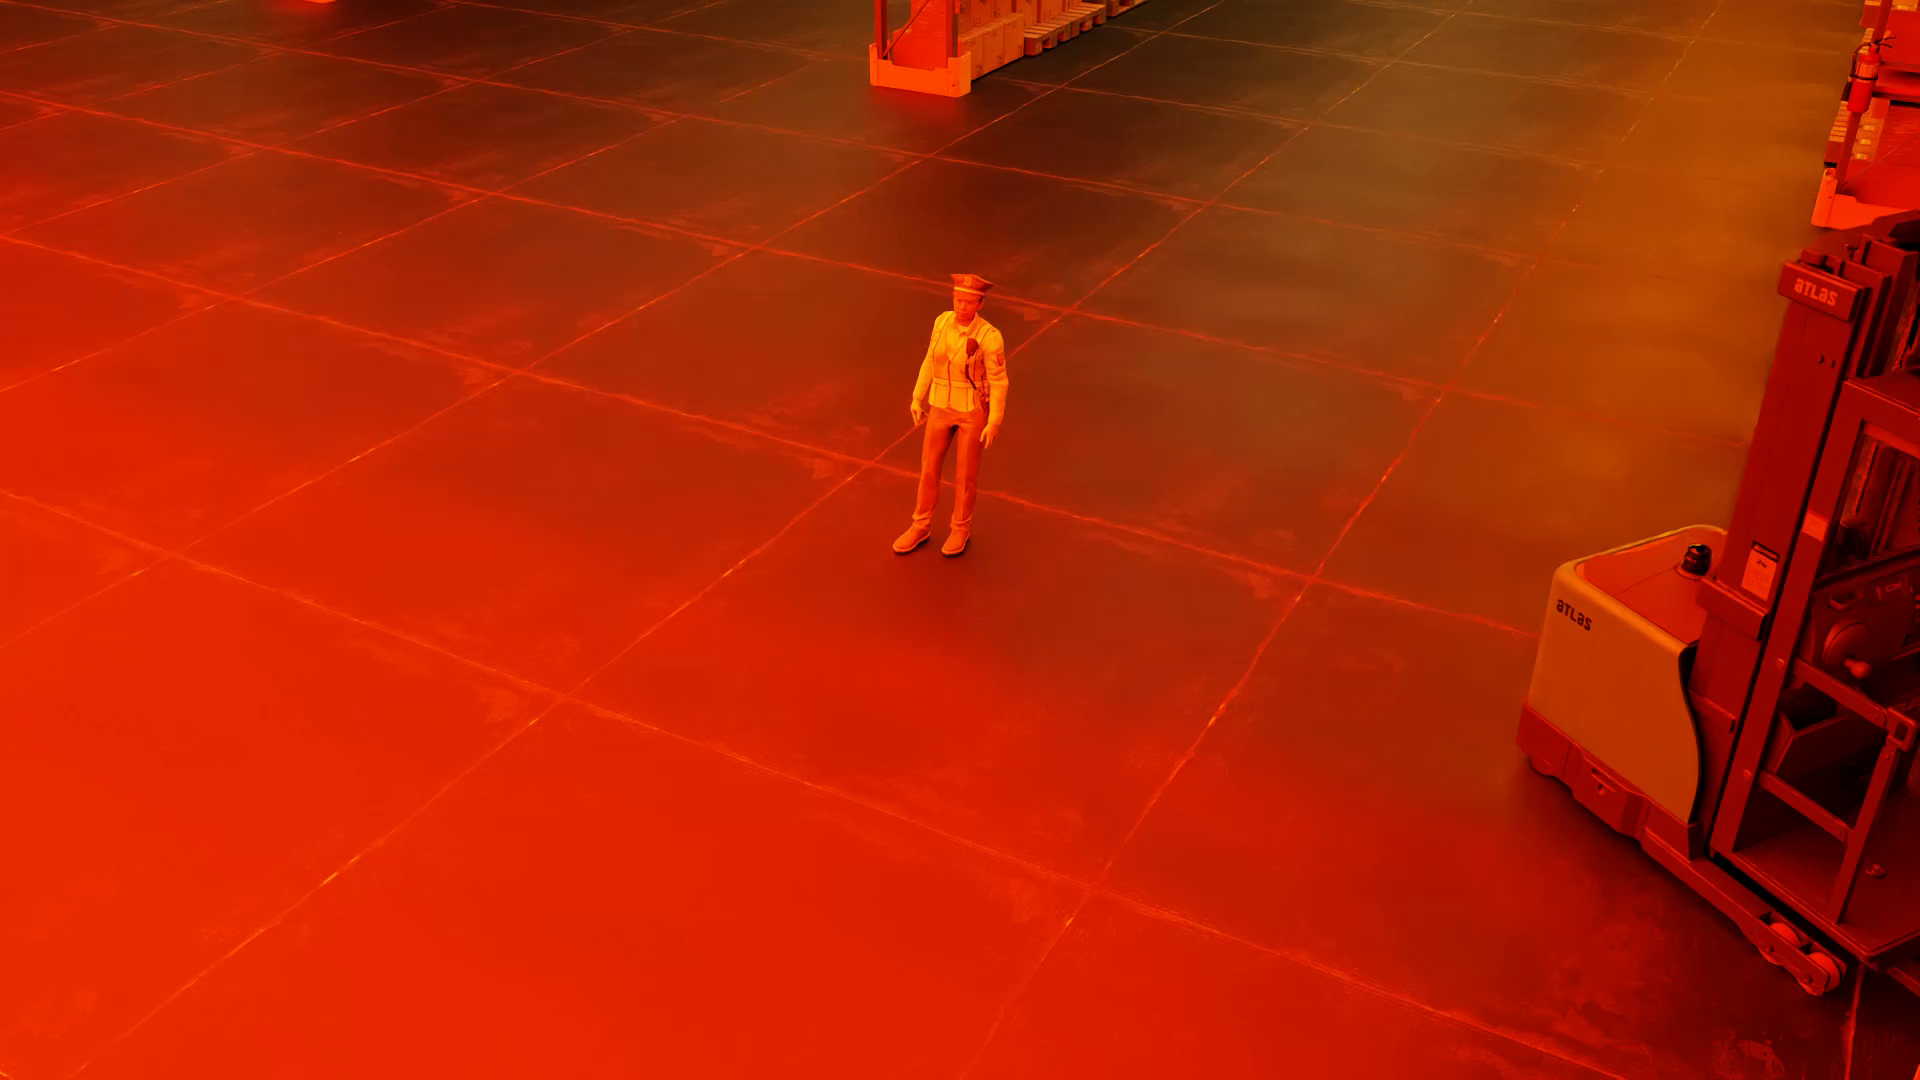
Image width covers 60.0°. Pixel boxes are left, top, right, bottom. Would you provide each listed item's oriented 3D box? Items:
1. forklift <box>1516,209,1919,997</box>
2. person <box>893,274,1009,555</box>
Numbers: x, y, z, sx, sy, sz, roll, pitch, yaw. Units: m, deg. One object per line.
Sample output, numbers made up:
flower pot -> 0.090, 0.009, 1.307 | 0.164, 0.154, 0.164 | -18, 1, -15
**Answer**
forklift -> 3.821, 0.332, 6.496 | 1.130, 2.935, 3.031 | -14, 33, -22
person -> -0.039, -0.712, 9.526 | 0.587, 1.694, 0.530 | 15, 33, 25
